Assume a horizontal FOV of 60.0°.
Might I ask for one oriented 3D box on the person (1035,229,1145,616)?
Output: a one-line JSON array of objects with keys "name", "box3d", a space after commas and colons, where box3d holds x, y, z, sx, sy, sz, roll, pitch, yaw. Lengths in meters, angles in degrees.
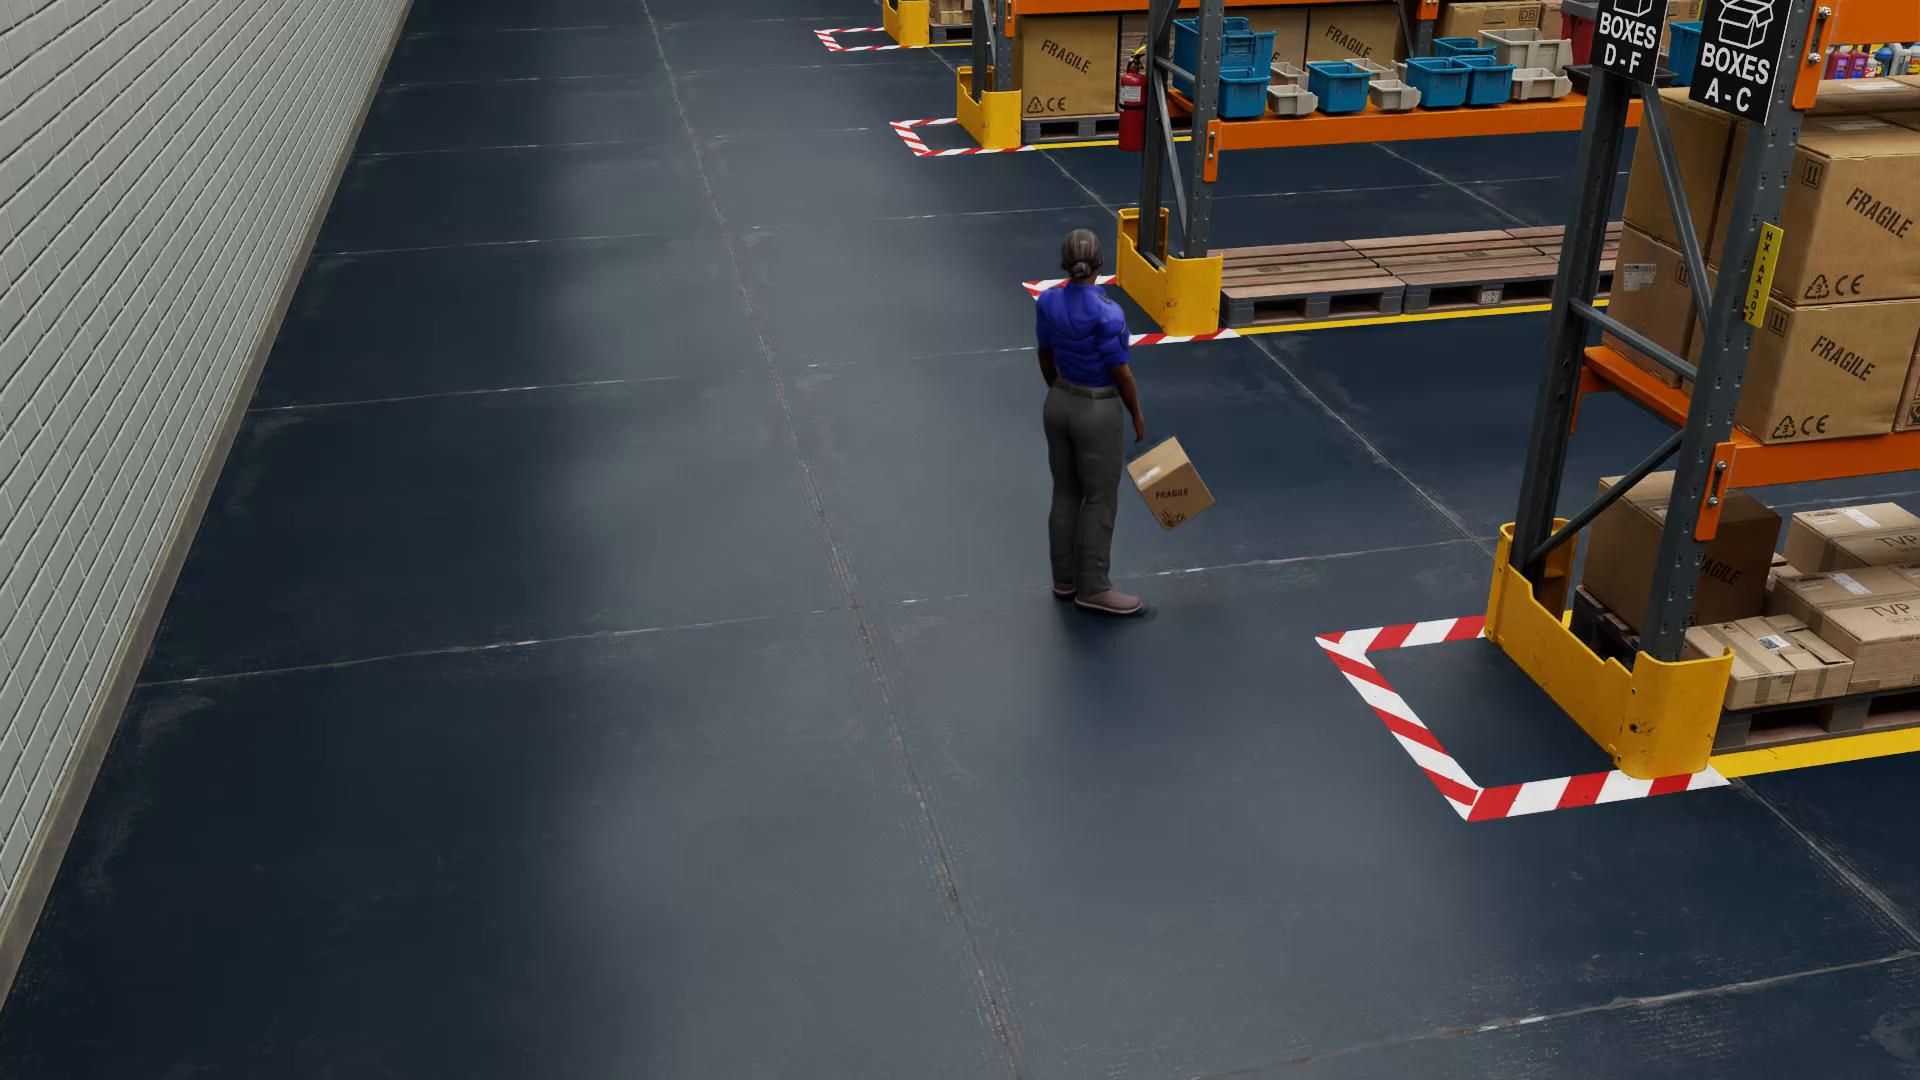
[{"name": "person", "box3d": [0.581, -0.511, 7.103, 0.568, 1.667, 0.355, 24, 36, 39]}]
